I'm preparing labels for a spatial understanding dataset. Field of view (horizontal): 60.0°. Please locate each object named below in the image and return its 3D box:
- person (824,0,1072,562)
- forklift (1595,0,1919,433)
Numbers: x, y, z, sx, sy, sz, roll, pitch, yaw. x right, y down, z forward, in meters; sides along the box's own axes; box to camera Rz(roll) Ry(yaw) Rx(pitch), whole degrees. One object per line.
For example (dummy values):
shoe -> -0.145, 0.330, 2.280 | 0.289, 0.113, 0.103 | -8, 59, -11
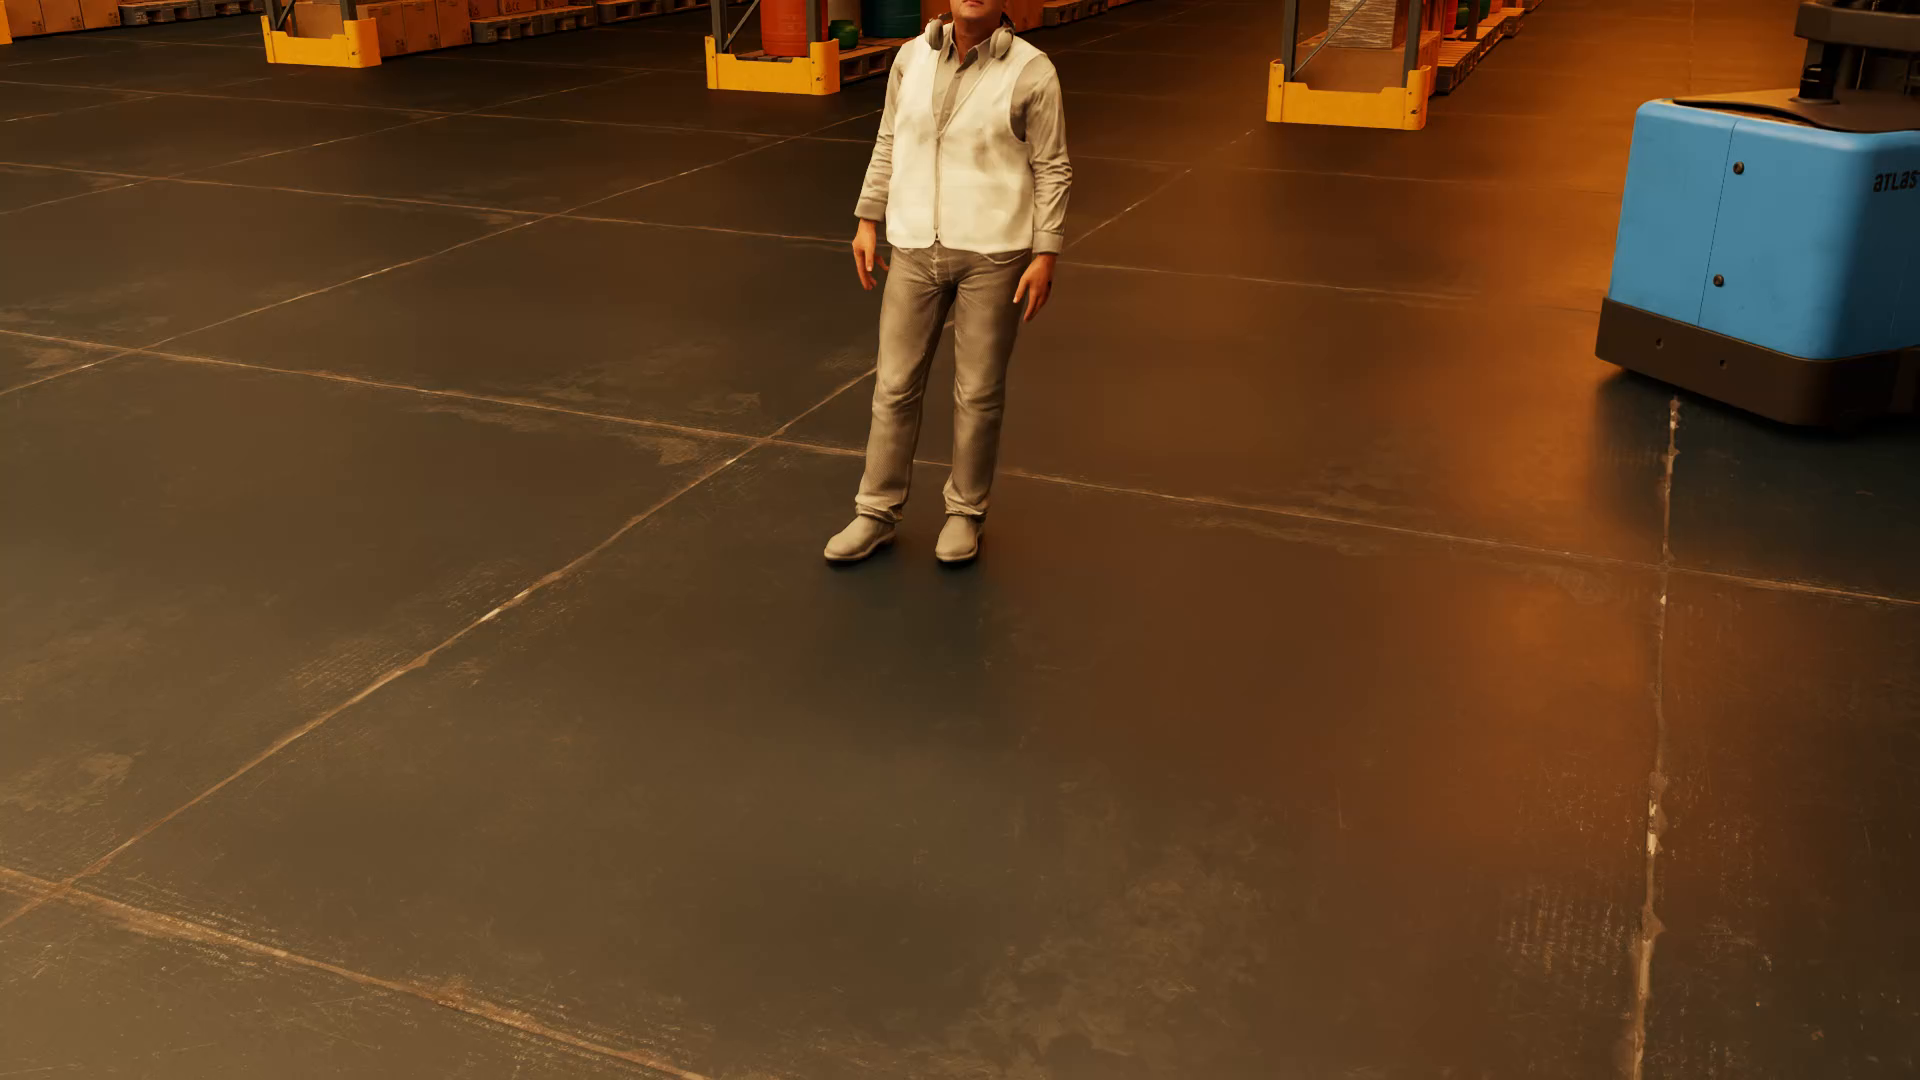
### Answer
person -> -0.031, -0.804, 4.698 | 0.632, 1.773, 0.568 | 9, 24, 21
forklift -> 4.109, -2.099, 6.314 | 3.031, 2.935, 1.130 | -10, 25, -23
